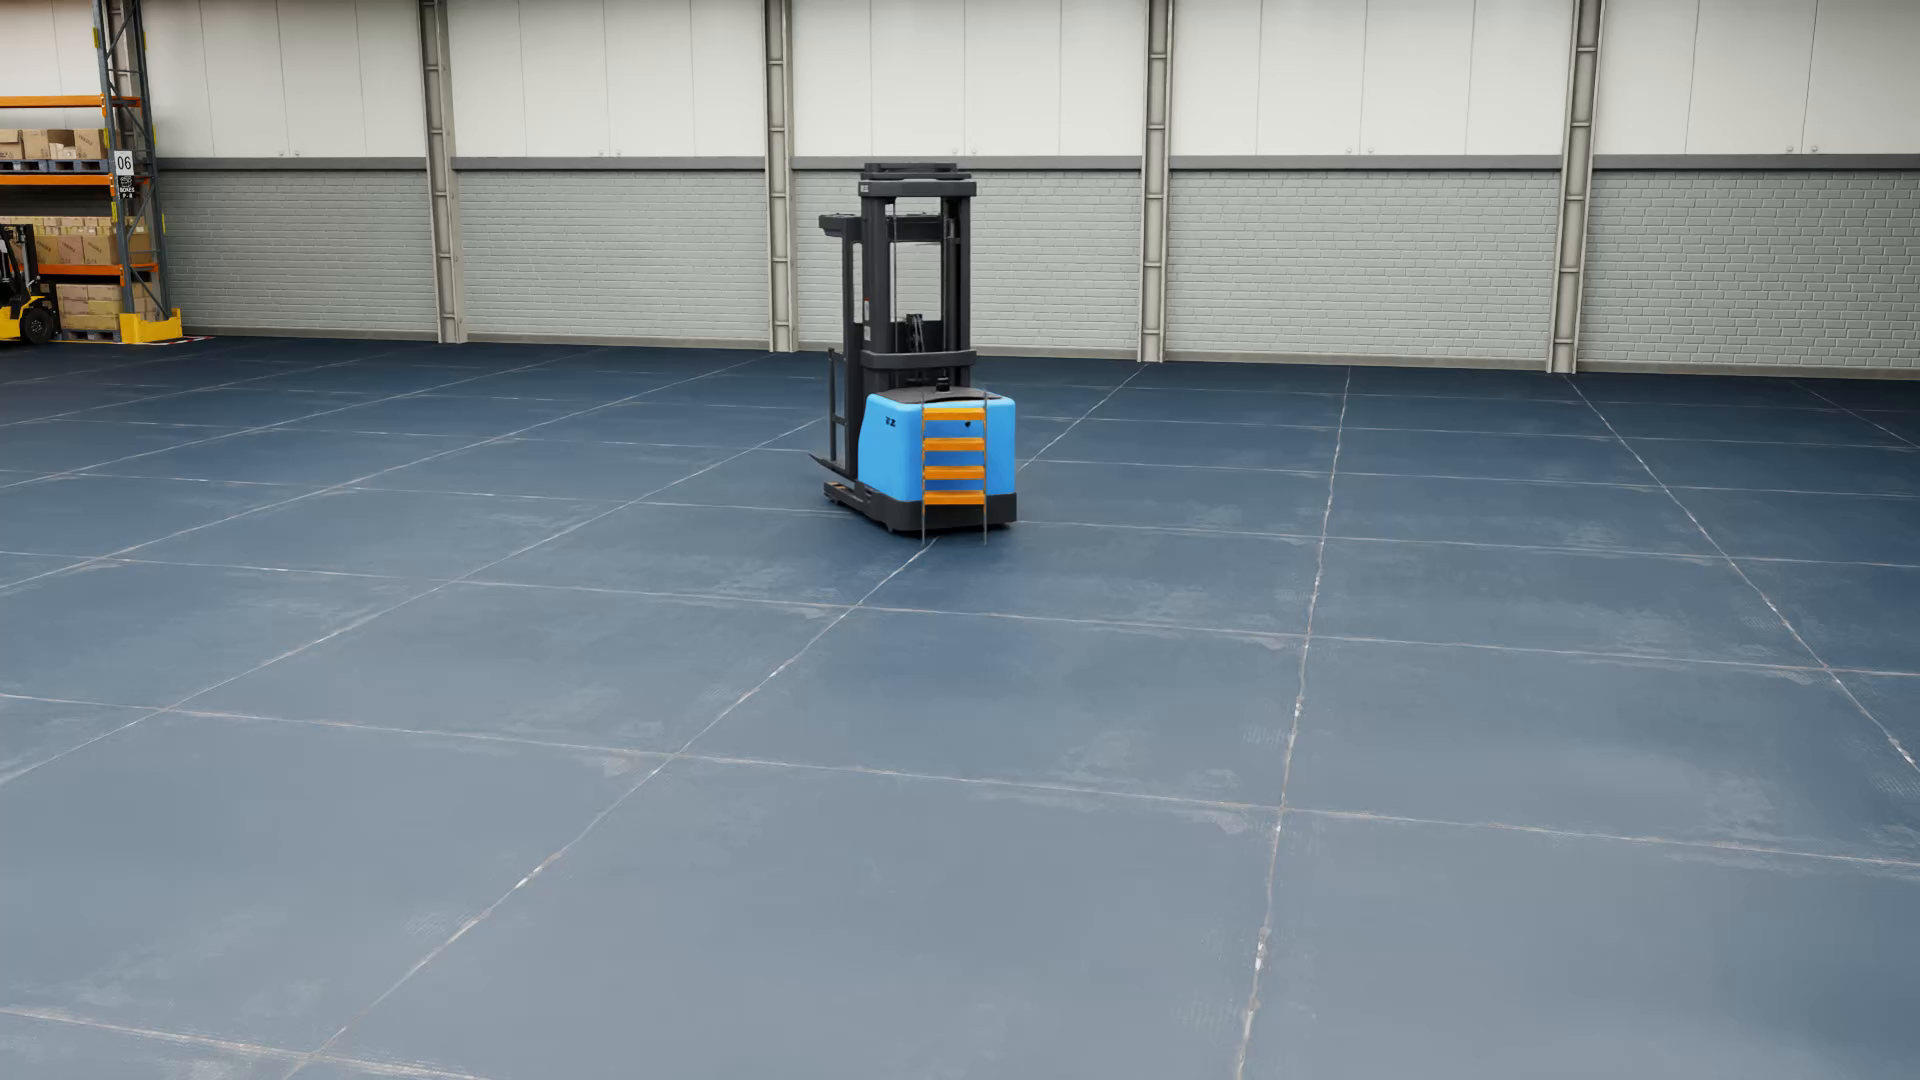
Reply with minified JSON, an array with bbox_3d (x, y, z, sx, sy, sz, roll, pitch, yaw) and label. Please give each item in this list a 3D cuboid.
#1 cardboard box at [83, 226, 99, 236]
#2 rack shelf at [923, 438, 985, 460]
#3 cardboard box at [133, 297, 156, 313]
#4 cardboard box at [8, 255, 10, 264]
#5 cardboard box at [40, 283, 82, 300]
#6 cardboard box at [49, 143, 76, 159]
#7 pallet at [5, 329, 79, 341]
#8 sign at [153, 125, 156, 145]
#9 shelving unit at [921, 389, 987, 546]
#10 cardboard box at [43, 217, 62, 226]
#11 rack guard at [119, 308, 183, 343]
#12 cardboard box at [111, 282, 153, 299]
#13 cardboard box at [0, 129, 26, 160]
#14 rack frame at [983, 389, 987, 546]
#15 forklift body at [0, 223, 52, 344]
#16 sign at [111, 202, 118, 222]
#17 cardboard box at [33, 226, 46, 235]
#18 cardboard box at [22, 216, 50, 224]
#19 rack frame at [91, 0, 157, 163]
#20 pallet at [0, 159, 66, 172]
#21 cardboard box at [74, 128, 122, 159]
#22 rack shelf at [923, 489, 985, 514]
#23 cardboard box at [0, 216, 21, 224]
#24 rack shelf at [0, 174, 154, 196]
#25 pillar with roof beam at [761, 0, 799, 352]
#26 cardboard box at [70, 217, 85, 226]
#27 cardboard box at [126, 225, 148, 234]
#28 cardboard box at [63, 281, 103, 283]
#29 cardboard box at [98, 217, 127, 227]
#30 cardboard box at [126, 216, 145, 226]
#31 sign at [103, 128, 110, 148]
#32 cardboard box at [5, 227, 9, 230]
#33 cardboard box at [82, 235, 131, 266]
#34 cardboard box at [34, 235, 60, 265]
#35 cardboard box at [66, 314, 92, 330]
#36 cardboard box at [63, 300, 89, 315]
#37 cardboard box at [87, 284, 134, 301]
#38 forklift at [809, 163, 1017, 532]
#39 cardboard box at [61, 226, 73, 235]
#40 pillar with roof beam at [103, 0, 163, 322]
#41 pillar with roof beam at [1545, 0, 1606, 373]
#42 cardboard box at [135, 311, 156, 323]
[{"bbox_3d":[-14.716,-5.276,28.360,0.250,0.149,0.380,3,13,14],"label":"cardboard box"},{"bbox_3d":[-0.048,-0.716,12.967,0.480,0.148,0.258,0,13,-2],"label":"rack shelf"},{"bbox_3d":[-14.464,-4.119,29.099,0.500,0.250,0.500,3,13,15],"label":"cardboard box"},{"bbox_3d":[-16.571,-5.073,28.944,0.500,0.500,0.500,3,13,13],"label":"cardboard box"},{"bbox_3d":[-15.569,-4.303,28.773,0.500,0.250,0.500,3,13,14],"label":"cardboard box"},{"bbox_3d":[-15.181,-6.589,28.193,0.258,0.266,0.396,3,13,14],"label":"cardboard box"},{"bbox_3d":[-15.991,-3.678,29.323,1.213,0.211,1.003,3,13,14],"label":"pallet"},{"bbox_3d":[-13.919,-6.991,28.691,0.005,0.325,0.100,3,13,14],"label":"sign"},{"bbox_3d":[-0.048,-0.563,13.001,0.503,1.200,0.258,0,13,-2],"label":"shelving unit"},{"bbox_3d":[-15.466,-5.462,28.513,0.250,0.149,0.380,3,13,15],"label":"cardboard box"},{"bbox_3d":[-14.034,-3.723,28.859,0.348,0.500,1.175,3,13,14],"label":"rack guard"},{"bbox_3d":[-14.479,-4.360,29.030,0.500,0.250,0.500,3,13,13],"label":"cardboard box"},{"bbox_3d":[-16.075,-6.797,28.582,0.637,0.503,0.797,3,13,15],"label":"cardboard box"},{"bbox_3d":[0.196,-0.565,13.009,0.015,1.200,0.240,0,13,-2],"label":"rack frame"},{"bbox_3d":[-16.336,-4.245,27.401,1.214,2.155,2.313,3,13,14],"label":"forklift body"},{"bbox_3d":[-14.201,-5.512,27.932,0.005,0.325,0.100,3,13,14],"label":"sign"},{"bbox_3d":[-15.712,-5.330,28.606,0.250,0.149,0.380,3,13,14],"label":"cardboard box"},{"bbox_3d":[-15.946,-5.508,28.718,0.250,0.149,0.380,3,13,14],"label":"cardboard box"},{"bbox_3d":[-14.057,-7.873,27.944,0.127,3.000,1.000,3,13,14],"label":"rack frame"},{"bbox_3d":[-15.926,-6.471,28.752,1.213,0.211,1.003,3,13,14],"label":"pallet"},{"bbox_3d":[-14.546,-6.683,28.075,0.500,0.500,0.500,3,13,15],"label":"cardboard box"},{"bbox_3d":[-0.048,-0.303,13.058,0.480,0.148,0.258,0,13,-2],"label":"rack shelf"},{"bbox_3d":[-16.433,-5.534,28.835,0.250,0.149,0.380,3,13,13],"label":"cardboard box"},{"bbox_3d":[-15.999,-6.161,28.815,4.000,0.370,1.077,3,13,14],"label":"rack shelf"},{"bbox_3d":[-3.898,-6.571,22.074,0.400,9.000,9.100,3,13,14],"label":"pillar with roof beam"},{"bbox_3d":[-14.963,-5.444,28.429,0.250,0.149,0.380,3,13,15],"label":"cardboard box"},{"bbox_3d":[-14.325,-5.382,28.838,0.250,0.149,0.380,3,13,12],"label":"cardboard box"},{"bbox_3d":[-15.448,-4.413,29.271,0.500,0.250,0.500,3,13,13],"label":"cardboard box"},{"bbox_3d":[-14.456,-5.429,28.365,0.250,0.149,0.380,3,13,14],"label":"cardboard box"},{"bbox_3d":[-14.332,-5.517,28.762,0.250,0.149,0.380,3,13,12],"label":"cardboard box"},{"bbox_3d":[-14.201,-6.689,27.671,0.005,0.325,0.100,3,13,14],"label":"sign"},{"bbox_3d":[-16.459,-5.373,28.798,0.250,0.149,0.380,3,13,12],"label":"cardboard box"},{"bbox_3d":[-14.598,-4.964,28.450,0.500,0.500,0.500,3,13,12],"label":"cardboard box"},{"bbox_3d":[-15.597,-5.019,28.699,0.500,0.500,0.500,3,13,12],"label":"cardboard box"},{"bbox_3d":[-15.070,-3.793,28.782,0.500,0.250,0.500,3,13,14],"label":"cardboard box"},{"bbox_3d":[-15.089,-4.039,28.737,0.500,0.250,0.500,3,13,13],"label":"cardboard box"},{"bbox_3d":[-14.579,-4.254,28.550,0.500,0.250,0.500,4,13,15],"label":"cardboard box"},{"bbox_3d":[-0.563,-1.770,14.445,1.130,2.935,3.031,-5,13,-22],"label":"forklift"},{"bbox_3d":[-15.192,-5.318,28.548,0.250,0.149,0.380,3,13,13],"label":"cardboard box"},{"bbox_3d":[-15.549,-7.194,24.881,0.400,9.000,9.100,3,13,14],"label":"pillar with roof beam"},{"bbox_3d":[7.752,-5.948,19.267,0.400,9.000,9.100,3,13,14],"label":"pillar with roof beam"},{"bbox_3d":[-14.487,-3.874,29.147,0.500,0.250,0.500,3,13,14],"label":"cardboard box"}]
